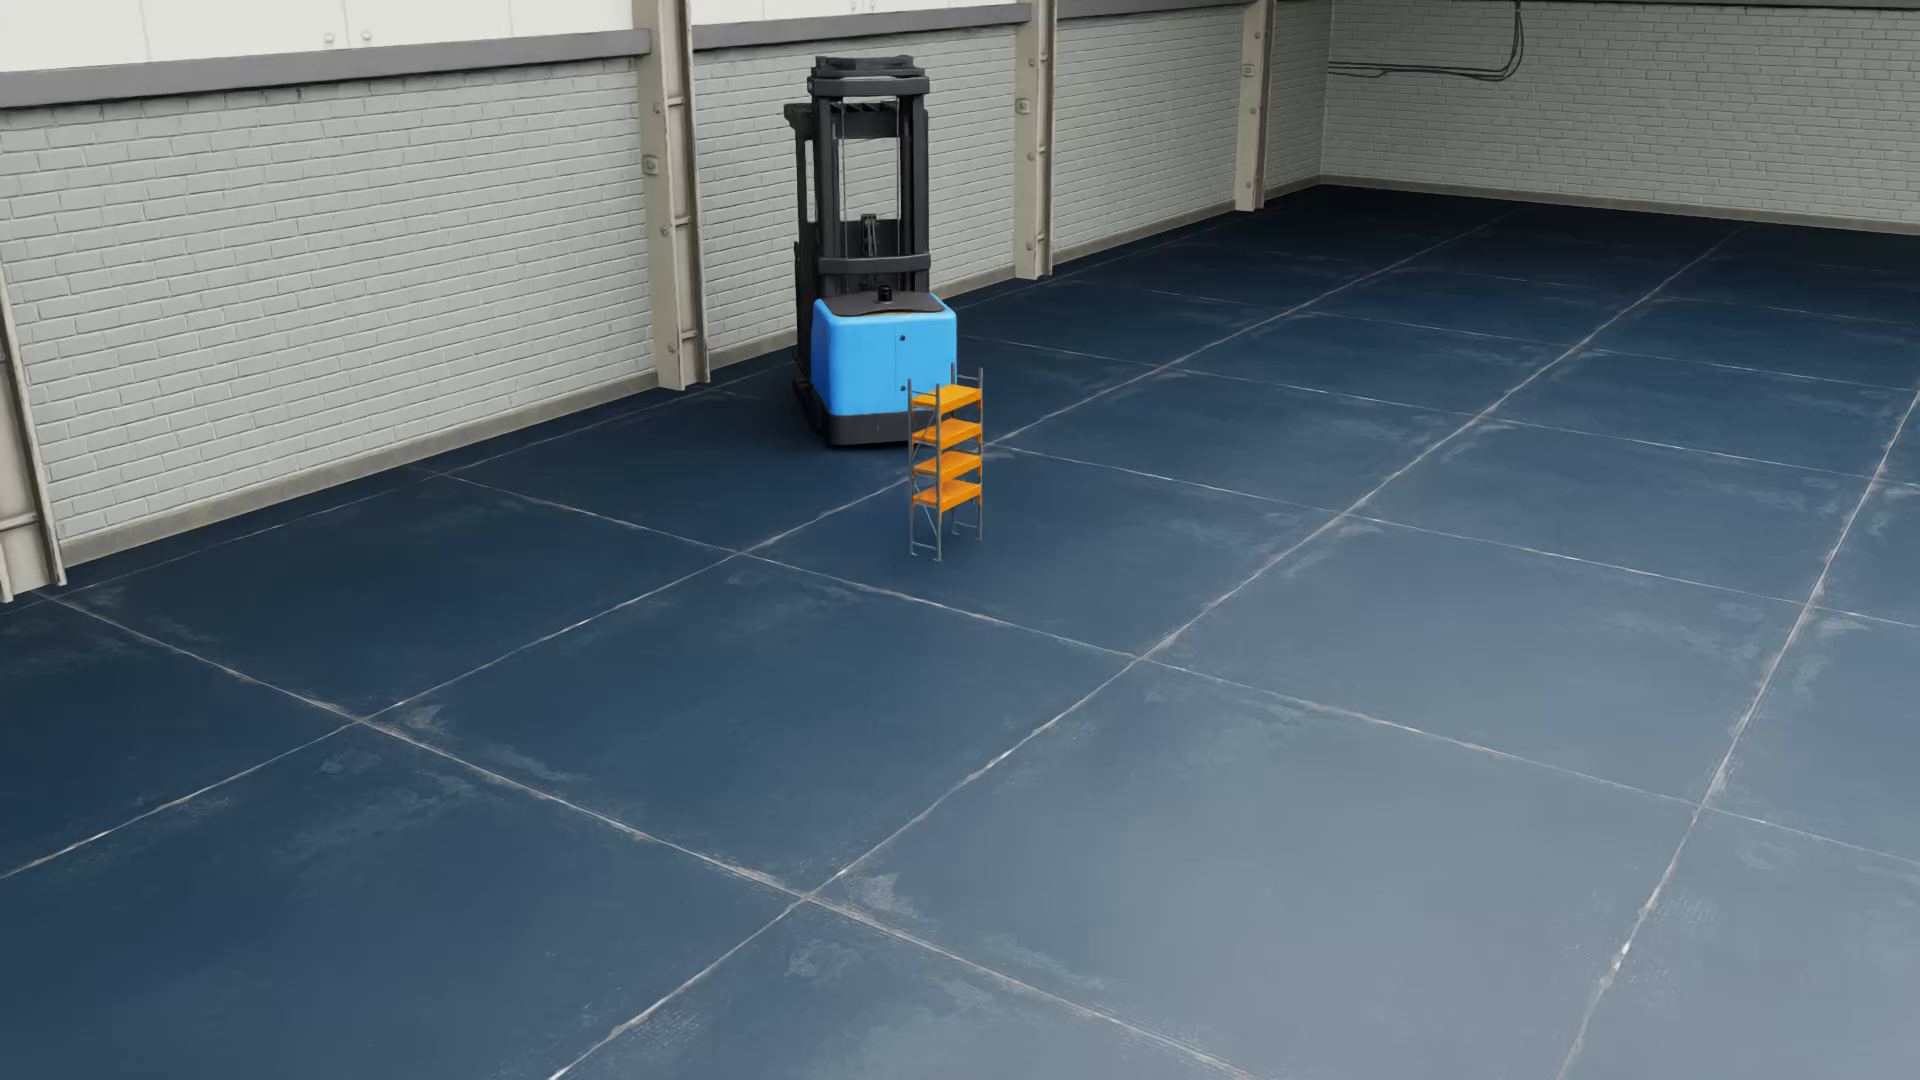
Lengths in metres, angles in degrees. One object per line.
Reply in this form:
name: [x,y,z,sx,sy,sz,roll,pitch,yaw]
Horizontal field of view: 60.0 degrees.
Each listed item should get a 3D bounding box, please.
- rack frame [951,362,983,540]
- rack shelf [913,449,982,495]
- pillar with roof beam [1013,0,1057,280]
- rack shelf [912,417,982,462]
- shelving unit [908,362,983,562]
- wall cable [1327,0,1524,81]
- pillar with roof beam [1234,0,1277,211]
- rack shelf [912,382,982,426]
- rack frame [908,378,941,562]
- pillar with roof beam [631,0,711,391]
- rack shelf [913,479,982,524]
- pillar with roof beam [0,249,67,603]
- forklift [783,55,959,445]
rack frame: [0.044,-0.585,11.118,0.240,1.200,0.015,13,24,32]
rack shelf: [-0.093,-0.452,10.952,0.258,0.148,0.480,13,24,32]
pillar with roof beam: [4.422,-6.522,15.926,9.100,9.000,0.400,13,24,32]
rack shelf: [-0.093,-0.662,10.874,0.258,0.148,0.480,13,24,32]
shelving unit: [-0.093,-0.515,10.928,0.258,1.200,0.503,13,24,32]
wall cable: [6.985,-8.214,24.976,3.097,2.526,0.112,13,24,32]
pillar with roof beam: [7.795,-8.244,20.580,9.100,9.000,0.400,13,24,32]
rack shelf: [-0.093,-0.884,10.792,0.258,0.148,0.480,13,24,32]
rack frame: [-0.230,-0.445,10.739,0.240,1.200,0.015,13,24,32]
pillar with roof beam: [1.050,-4.801,11.272,9.100,9.000,0.400,13,24,32]
rack shelf: [-0.093,-0.266,11.021,0.258,0.148,0.480,13,24,32]
pillar with roof beam: [-2.323,-3.079,6.618,9.100,9.000,0.400,13,24,32]
forklift: [-0.857,-2.599,14.065,1.130,2.935,3.031,-5,21,-13]
